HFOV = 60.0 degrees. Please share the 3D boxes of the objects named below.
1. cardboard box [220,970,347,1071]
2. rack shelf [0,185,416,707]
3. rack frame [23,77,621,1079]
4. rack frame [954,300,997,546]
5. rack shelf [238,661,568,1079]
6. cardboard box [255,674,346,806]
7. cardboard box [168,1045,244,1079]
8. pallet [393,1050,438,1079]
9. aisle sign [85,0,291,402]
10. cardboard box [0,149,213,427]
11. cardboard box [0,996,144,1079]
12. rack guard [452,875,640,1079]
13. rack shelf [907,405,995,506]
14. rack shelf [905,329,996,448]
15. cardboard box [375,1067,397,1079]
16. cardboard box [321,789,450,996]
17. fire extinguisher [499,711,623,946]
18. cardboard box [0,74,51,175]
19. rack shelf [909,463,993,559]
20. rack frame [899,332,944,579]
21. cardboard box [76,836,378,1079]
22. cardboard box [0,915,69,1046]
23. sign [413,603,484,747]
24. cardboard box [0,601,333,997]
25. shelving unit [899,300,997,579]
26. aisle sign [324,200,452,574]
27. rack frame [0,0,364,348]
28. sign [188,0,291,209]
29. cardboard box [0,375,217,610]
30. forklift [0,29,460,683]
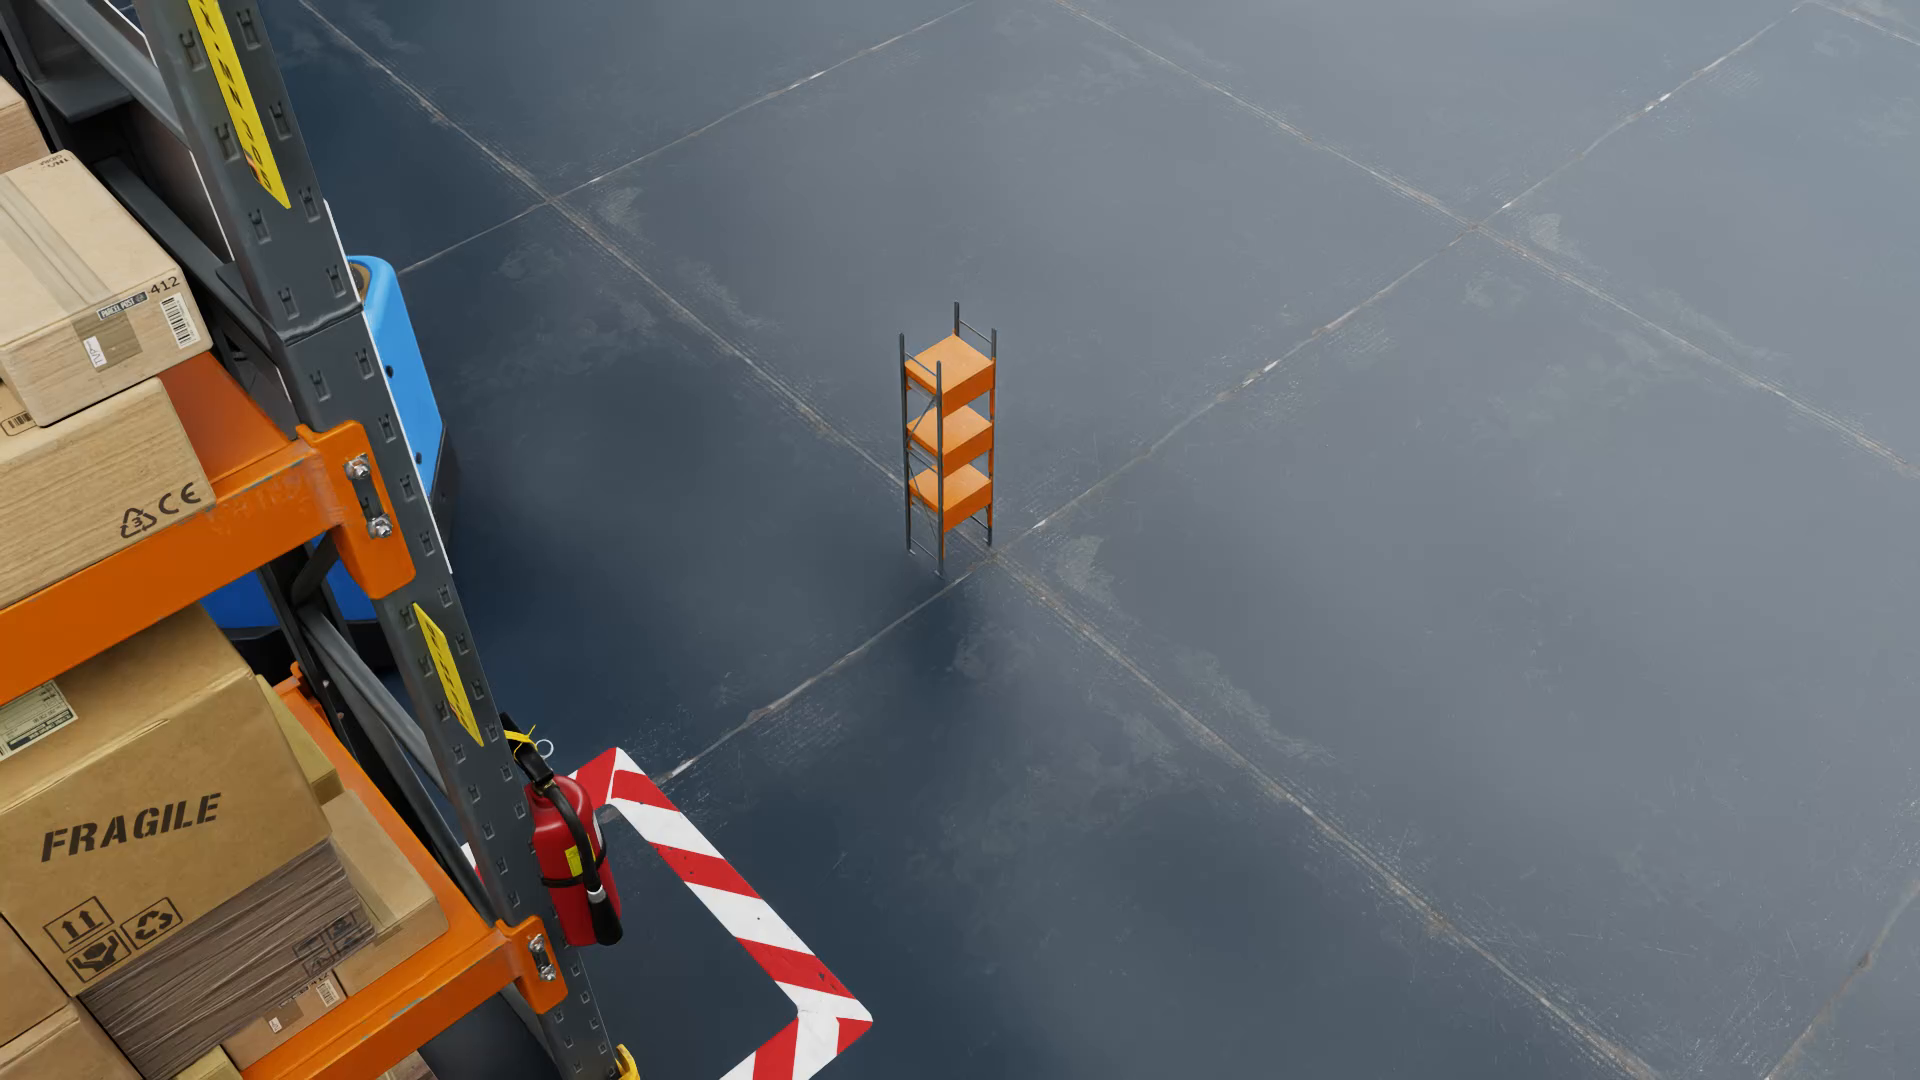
[{"bbox_3d":[-1.531,0.895,3.554,0.250,0.149,0.380,-34,56,-27],"label":"cardboard box"},{"bbox_3d":[-2.753,0.649,2.058,4.000,0.370,1.077,-34,56,-27],"label":"rack shelf"},{"bbox_3d":[-1.274,0.434,3.809,0.127,3.000,1.000,-34,56,-27],"label":"rack frame"},{"bbox_3d":[0.051,-0.390,5.895,0.008,1.050,0.200,-34,56,-27],"label":"rack frame"},{"bbox_3d":[-2.753,1.666,3.161,4.000,0.370,1.077,-34,56,-27],"label":"rack shelf"},{"bbox_3d":[-1.645,0.530,3.891,0.250,0.149,0.380,-34,56,-27],"label":"cardboard box"},{"bbox_3d":[-1.681,1.047,3.414,0.250,0.149,0.380,-34,56,-27],"label":"cardboard box"},{"bbox_3d":[-1.955,1.799,4.446,1.213,0.211,1.003,-34,56,-27],"label":"pallet"},{"bbox_3d":[-1.430,-0.642,3.032,0.004,0.787,0.394,-34,56,-27],"label":"aisle sign"},{"bbox_3d":[-1.269,-0.361,2.332,0.250,0.149,0.380,-34,56,-27],"label":"cardboard box"},{"bbox_3d":[-1.988,0.868,3.137,0.500,0.500,0.875,-34,56,-27],"label":"cardboard box"},{"bbox_3d":[-1.330,1.319,4.693,0.348,0.500,1.175,-34,56,-27],"label":"rack guard"},{"bbox_3d":[-0.040,-0.322,5.848,0.240,0.259,0.215,-34,56,-27],"label":"rack shelf"},{"bbox_3d":[-0.040,-0.515,5.639,0.240,0.259,0.215,-34,56,-27],"label":"rack shelf"},{"bbox_3d":[-1.747,1.439,4.297,0.500,0.500,0.500,-24,52,-21],"label":"cardboard box"},{"bbox_3d":[-1.346,0.772,3.668,0.250,0.149,0.380,-34,56,-27],"label":"cardboard box"},{"bbox_3d":[-0.879,0.654,3.658,0.183,0.674,0.296,-34,56,-27],"label":"fire extinguisher"},{"bbox_3d":[-1.633,-0.657,2.605,0.250,0.149,0.380,-34,56,-27],"label":"cardboard box"},{"bbox_3d":[-0.040,-0.134,6.052,0.240,0.259,0.215,-34,56,-27],"label":"rack shelf"},{"bbox_3d":[-0.130,-0.269,5.784,0.008,1.050,0.200,-34,56,-27],"label":"rack frame"},{"bbox_3d":[-1.699,0.556,3.426,0.500,0.500,0.875,-34,56,-27],"label":"cardboard box"},{"bbox_3d":[-1.880,0.616,2.689,0.500,0.500,0.500,-34,56,-27],"label":"cardboard box"},{"bbox_3d":[-0.915,0.246,2.980,0.005,0.325,0.100,-34,56,-27],"label":"sign"},{"bbox_3d":[-1.514,0.366,2.920,0.500,0.500,0.500,-34,56,-27],"label":"cardboard box"},{"bbox_3d":[-0.040,-0.330,5.840,0.252,1.050,0.215,-34,56,-27],"label":"shelving unit"},{"bbox_3d":[-1.026,-0.315,2.731,0.004,0.787,0.394,-34,56,-27],"label":"aisle sign"},{"bbox_3d":[-1.274,-1.601,1.604,0.127,3.000,1.000,-34,56,-27],"label":"rack frame"},{"bbox_3d":[-0.915,-0.572,2.093,0.005,0.325,0.100,-34,56,-27],"label":"sign"},{"bbox_3d":[-1.459,-0.156,2.414,0.500,0.250,0.500,-33,55,-26],"label":"cardboard box"},{"bbox_3d":[-3.396,-0.806,4.999,3.031,2.935,1.130,-4,47,-3],"label":"forklift"}]
